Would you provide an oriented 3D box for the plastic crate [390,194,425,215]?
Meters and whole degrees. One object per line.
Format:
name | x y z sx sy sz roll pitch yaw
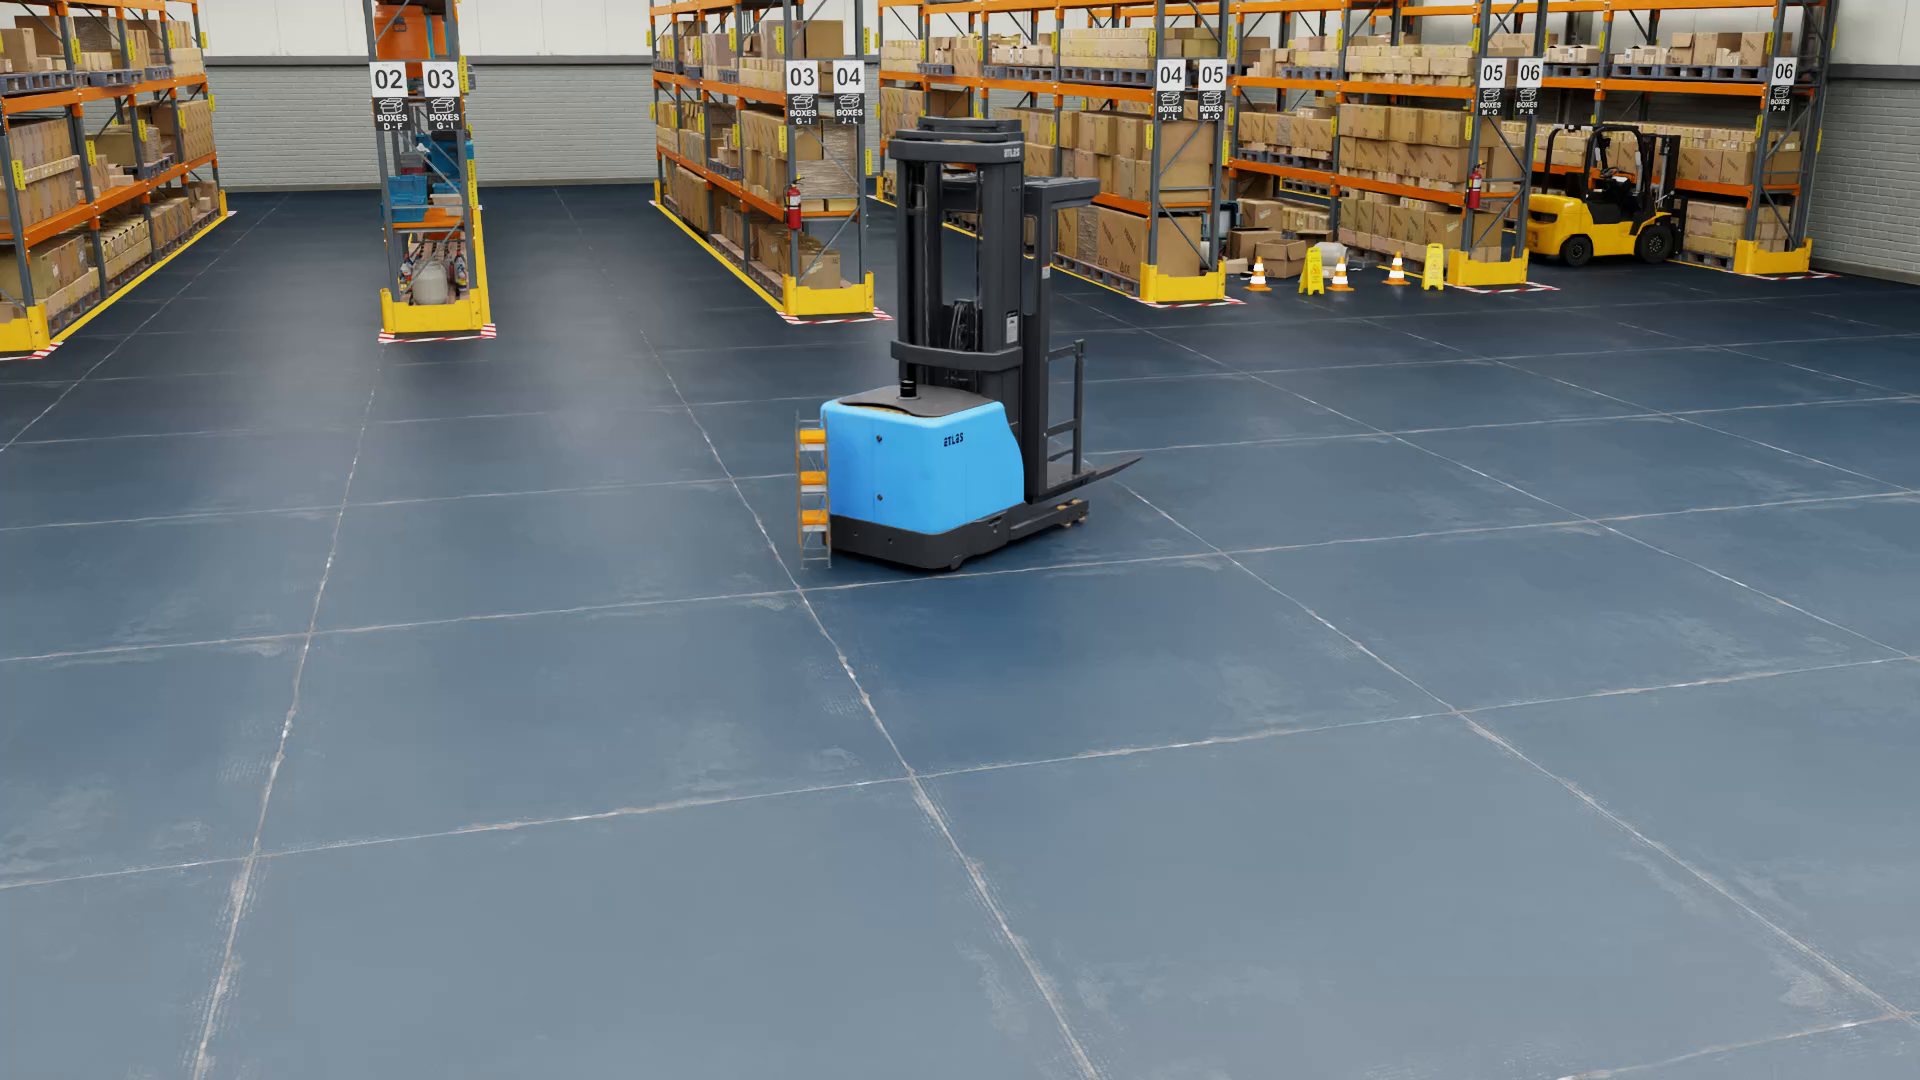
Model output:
plastic crate | -7.075 -4.269 21.207 0.499 0.251 0.408 -5 17 -15

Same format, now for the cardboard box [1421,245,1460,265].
cardboard box | 7.326 -4.313 25.147 0.500 0.250 0.500 -5 17 -16

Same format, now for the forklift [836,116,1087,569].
forklift | 0.170 -1.593 12.159 1.130 2.935 3.031 7 18 21

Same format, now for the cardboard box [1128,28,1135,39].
cardboard box | 2.525 -6.954 22.822 0.380 0.149 0.250 -4 17 -14

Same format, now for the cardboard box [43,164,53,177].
cardboard box | -11.636 -4.636 20.872 0.380 0.149 0.250 -4 17 -13

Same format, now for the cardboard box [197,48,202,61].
cardboard box | -15.252 -9.562 32.749 0.500 0.250 0.500 -5 17 -15

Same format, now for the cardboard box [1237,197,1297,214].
cardboard box | 5.761 -6.218 31.277 0.950 0.372 0.625 -6 18 -19

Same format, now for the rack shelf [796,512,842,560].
rack shelf | -0.952 -0.037 11.254 0.215 0.259 0.240 9 19 28

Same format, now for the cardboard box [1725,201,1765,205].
cardboard box | 12.494 -5.262 26.569 0.500 0.250 0.500 -5 17 -15

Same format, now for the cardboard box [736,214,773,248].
cardboard box | -3.229 -5.016 27.018 0.700 0.500 0.500 -6 18 -20

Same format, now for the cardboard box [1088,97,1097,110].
cardboard box | 3.274 -10.017 38.174 0.500 0.500 0.500 -5 17 -16

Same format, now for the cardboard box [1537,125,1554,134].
cardboard box | 10.799 -7.507 30.427 0.380 0.149 0.250 -5 17 -15

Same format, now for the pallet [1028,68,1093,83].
pallet | 1.683 -7.502 26.831 0.805 0.209 1.217 -5 18 -17

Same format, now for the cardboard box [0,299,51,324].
cardboard box | -11.174 -2.705 19.791 0.500 0.250 0.500 -5 17 -15

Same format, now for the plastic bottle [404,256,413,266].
plastic bottle | -7.702 -3.785 23.179 0.144 0.351 0.185 -5 18 -18

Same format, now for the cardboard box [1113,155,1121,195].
cardboard box | 2.731 -5.287 24.078 0.875 0.550 0.550 -5 17 -15

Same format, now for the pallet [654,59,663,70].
pallet | -5.898 -10.052 35.142 1.003 0.211 1.213 -5 17 -15

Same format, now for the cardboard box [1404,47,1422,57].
cardboard box | 6.983 -7.410 25.243 0.380 0.149 0.250 -4 17 -14

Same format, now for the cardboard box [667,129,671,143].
cardboard box | -5.671 -8.212 33.820 0.500 0.250 0.500 -4 17 -14

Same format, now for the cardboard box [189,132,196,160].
cardboard box | -14.560 -7.325 30.951 0.500 0.500 0.500 -4 17 -14

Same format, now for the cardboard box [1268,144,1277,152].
cardboard box | 5.799 -7.111 30.117 0.380 0.149 0.250 -4 17 -12

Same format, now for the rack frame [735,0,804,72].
rack frame | -2.814 -8.416 24.328 1.000 3.000 0.127 -5 17 -15

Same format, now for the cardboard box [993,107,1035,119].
cardboard box | 0.997 -7.415 29.513 0.700 0.500 0.500 -5 17 -16

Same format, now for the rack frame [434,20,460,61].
rack frame | -8.676 -9.131 26.708 1.000 3.000 0.127 -5 17 -15

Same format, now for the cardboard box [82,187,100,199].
cardboard box | -12.387 -4.902 23.493 0.380 0.149 0.250 -5 17 -15

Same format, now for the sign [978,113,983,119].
sign | 0.364 -7.485 29.780 0.100 0.325 0.005 -5 17 -15

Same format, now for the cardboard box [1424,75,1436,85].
cardboard box | 7.187 -6.896 24.917 0.380 0.149 0.250 -5 17 -16

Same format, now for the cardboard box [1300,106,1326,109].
cardboard box | 6.336 -7.705 29.840 0.380 0.149 0.250 -6 18 -18

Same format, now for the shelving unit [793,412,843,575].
shelving unit | -0.952 -0.314 11.171 0.215 1.050 0.252 9 19 28

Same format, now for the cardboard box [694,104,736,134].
cardboard box | -4.466 -7.747 30.610 0.797 0.503 0.637 -4 17 -13

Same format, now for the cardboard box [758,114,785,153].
cardboard box | -2.511 -5.654 23.131 0.500 0.500 0.500 -5 17 -15

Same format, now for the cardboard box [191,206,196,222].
cardboard box | -14.446 -6.030 30.721 0.500 0.311 0.500 -5 17 -15

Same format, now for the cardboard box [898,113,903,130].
cardboard box | -1.017 -8.848 35.502 0.500 0.500 0.500 -5 17 -17

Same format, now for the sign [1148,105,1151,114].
sign | 3.983 -8.948 34.883 0.100 0.325 0.005 -5 17 -15

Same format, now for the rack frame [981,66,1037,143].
rack frame | 0.883 -7.014 30.087 1.000 3.000 0.127 -5 17 -15

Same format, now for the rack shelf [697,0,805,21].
rack shelf | -3.364 -8.433 26.331 1.077 0.370 4.000 -5 17 -15

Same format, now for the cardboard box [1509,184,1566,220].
cardboard box | 10.917 -6.350 31.276 0.875 0.625 0.625 -5 18 -18

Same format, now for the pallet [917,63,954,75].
pallet | -0.149 -9.287 32.769 1.213 0.211 1.003 -5 17 -15

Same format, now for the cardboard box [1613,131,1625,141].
cardboard box | 11.393 -6.898 28.401 0.380 0.149 0.250 -4 17 -14

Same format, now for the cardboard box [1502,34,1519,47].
cardboard box | 10.586 -9.209 31.102 0.700 0.500 0.500 -5 17 -16

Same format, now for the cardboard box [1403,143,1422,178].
cardboard box | 7.132 -5.816 25.410 0.500 0.500 0.500 -5 17 -16

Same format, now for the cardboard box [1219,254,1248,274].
cardboard box | 4.226 -4.268 25.699 0.396 0.266 0.258 -2 17 -6

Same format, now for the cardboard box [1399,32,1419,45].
cardboard box | 9.542 -10.689 35.405 0.396 0.266 0.258 -5 17 -15

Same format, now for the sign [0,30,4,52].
sign | -10.706 -5.590 18.476 0.100 0.325 0.005 -5 17 -15

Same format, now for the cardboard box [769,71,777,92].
cardboard box | -2.232 -6.052 21.934 0.500 0.250 0.500 -5 17 -15

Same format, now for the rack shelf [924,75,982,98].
rack shelf | 0.334 -8.659 31.600 1.077 0.370 4.000 -5 17 -15

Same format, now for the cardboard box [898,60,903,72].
cardboard box | -1.012 -10.016 35.128 0.500 0.250 0.500 -5 17 -16

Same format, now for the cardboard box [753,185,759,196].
cardboard box | -2.786 -5.061 24.025 0.380 0.149 0.250 -5 17 -15

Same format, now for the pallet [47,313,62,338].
pallet | -11.491 -2.527 19.998 1.003 0.211 1.213 -5 17 -15

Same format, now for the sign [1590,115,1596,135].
sign | 10.967 -7.191 28.802 0.100 0.325 0.005 -5 17 -15

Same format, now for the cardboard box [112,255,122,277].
cardboard box | -12.352 -3.918 23.830 0.500 0.250 0.500 -4 17 -14

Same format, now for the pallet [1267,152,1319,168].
pallet | 6.198 -6.797 29.698 1.003 0.211 1.213 -5 17 -15

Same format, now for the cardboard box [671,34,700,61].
cardboard box | -5.286 -9.701 32.742 0.700 0.500 0.500 -6 18 -19

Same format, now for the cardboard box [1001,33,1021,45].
cardboard box | 0.896 -9.141 30.451 0.396 0.266 0.258 -5 17 -15

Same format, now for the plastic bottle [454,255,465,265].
plastic bottle | -6.981 -3.796 23.214 0.144 0.351 0.185 -5 17 -16

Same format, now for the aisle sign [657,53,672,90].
aisle sign | -6.420 -10.103 35.855 0.394 0.787 0.004 -5 17 -15

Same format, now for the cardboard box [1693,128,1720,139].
cardboard box | 11.913 -6.471 26.462 0.380 0.149 0.250 -4 17 -14
